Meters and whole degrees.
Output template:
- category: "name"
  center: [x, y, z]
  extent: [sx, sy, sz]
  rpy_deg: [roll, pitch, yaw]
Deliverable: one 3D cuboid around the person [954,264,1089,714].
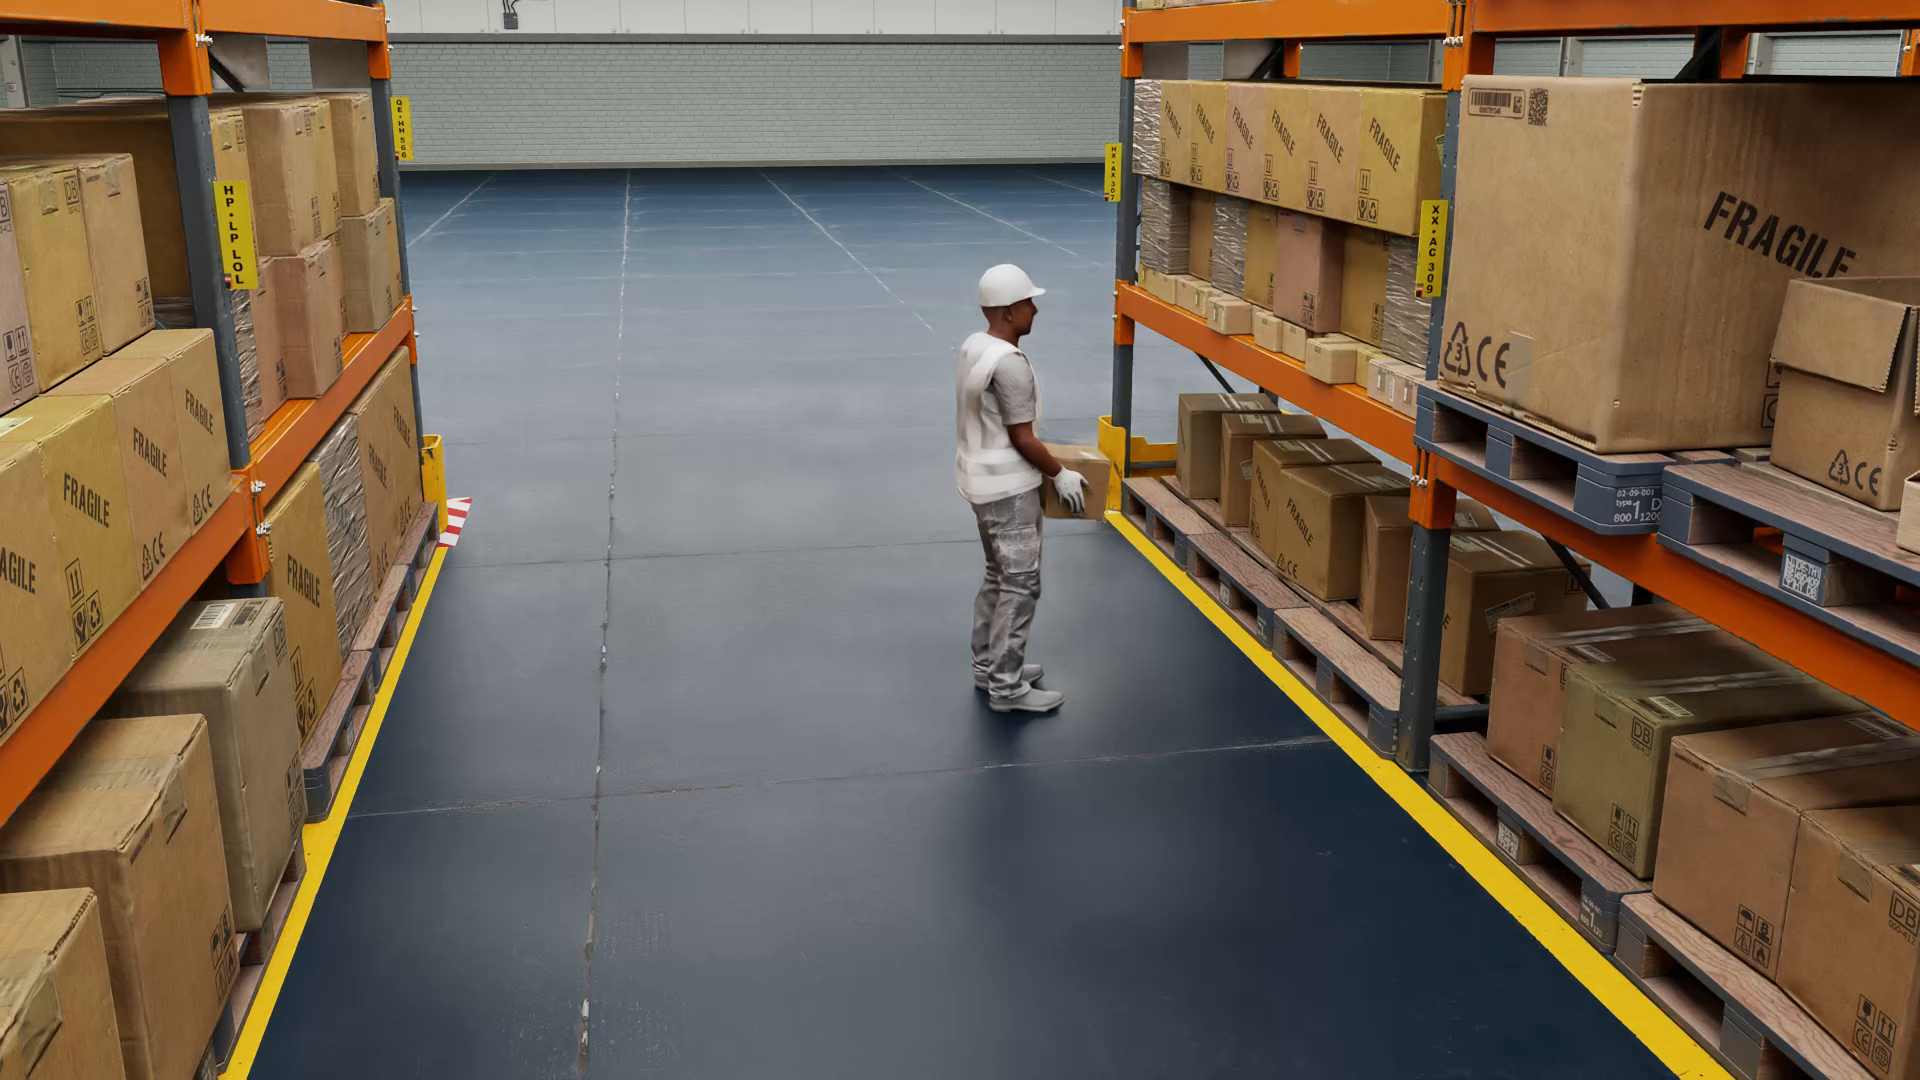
- category: "person"
  center: [0.241, -0.214, 6.729]
  extent: [0.509, 1.788, 0.546]
  rpy_deg: [-3, 17, -11]
